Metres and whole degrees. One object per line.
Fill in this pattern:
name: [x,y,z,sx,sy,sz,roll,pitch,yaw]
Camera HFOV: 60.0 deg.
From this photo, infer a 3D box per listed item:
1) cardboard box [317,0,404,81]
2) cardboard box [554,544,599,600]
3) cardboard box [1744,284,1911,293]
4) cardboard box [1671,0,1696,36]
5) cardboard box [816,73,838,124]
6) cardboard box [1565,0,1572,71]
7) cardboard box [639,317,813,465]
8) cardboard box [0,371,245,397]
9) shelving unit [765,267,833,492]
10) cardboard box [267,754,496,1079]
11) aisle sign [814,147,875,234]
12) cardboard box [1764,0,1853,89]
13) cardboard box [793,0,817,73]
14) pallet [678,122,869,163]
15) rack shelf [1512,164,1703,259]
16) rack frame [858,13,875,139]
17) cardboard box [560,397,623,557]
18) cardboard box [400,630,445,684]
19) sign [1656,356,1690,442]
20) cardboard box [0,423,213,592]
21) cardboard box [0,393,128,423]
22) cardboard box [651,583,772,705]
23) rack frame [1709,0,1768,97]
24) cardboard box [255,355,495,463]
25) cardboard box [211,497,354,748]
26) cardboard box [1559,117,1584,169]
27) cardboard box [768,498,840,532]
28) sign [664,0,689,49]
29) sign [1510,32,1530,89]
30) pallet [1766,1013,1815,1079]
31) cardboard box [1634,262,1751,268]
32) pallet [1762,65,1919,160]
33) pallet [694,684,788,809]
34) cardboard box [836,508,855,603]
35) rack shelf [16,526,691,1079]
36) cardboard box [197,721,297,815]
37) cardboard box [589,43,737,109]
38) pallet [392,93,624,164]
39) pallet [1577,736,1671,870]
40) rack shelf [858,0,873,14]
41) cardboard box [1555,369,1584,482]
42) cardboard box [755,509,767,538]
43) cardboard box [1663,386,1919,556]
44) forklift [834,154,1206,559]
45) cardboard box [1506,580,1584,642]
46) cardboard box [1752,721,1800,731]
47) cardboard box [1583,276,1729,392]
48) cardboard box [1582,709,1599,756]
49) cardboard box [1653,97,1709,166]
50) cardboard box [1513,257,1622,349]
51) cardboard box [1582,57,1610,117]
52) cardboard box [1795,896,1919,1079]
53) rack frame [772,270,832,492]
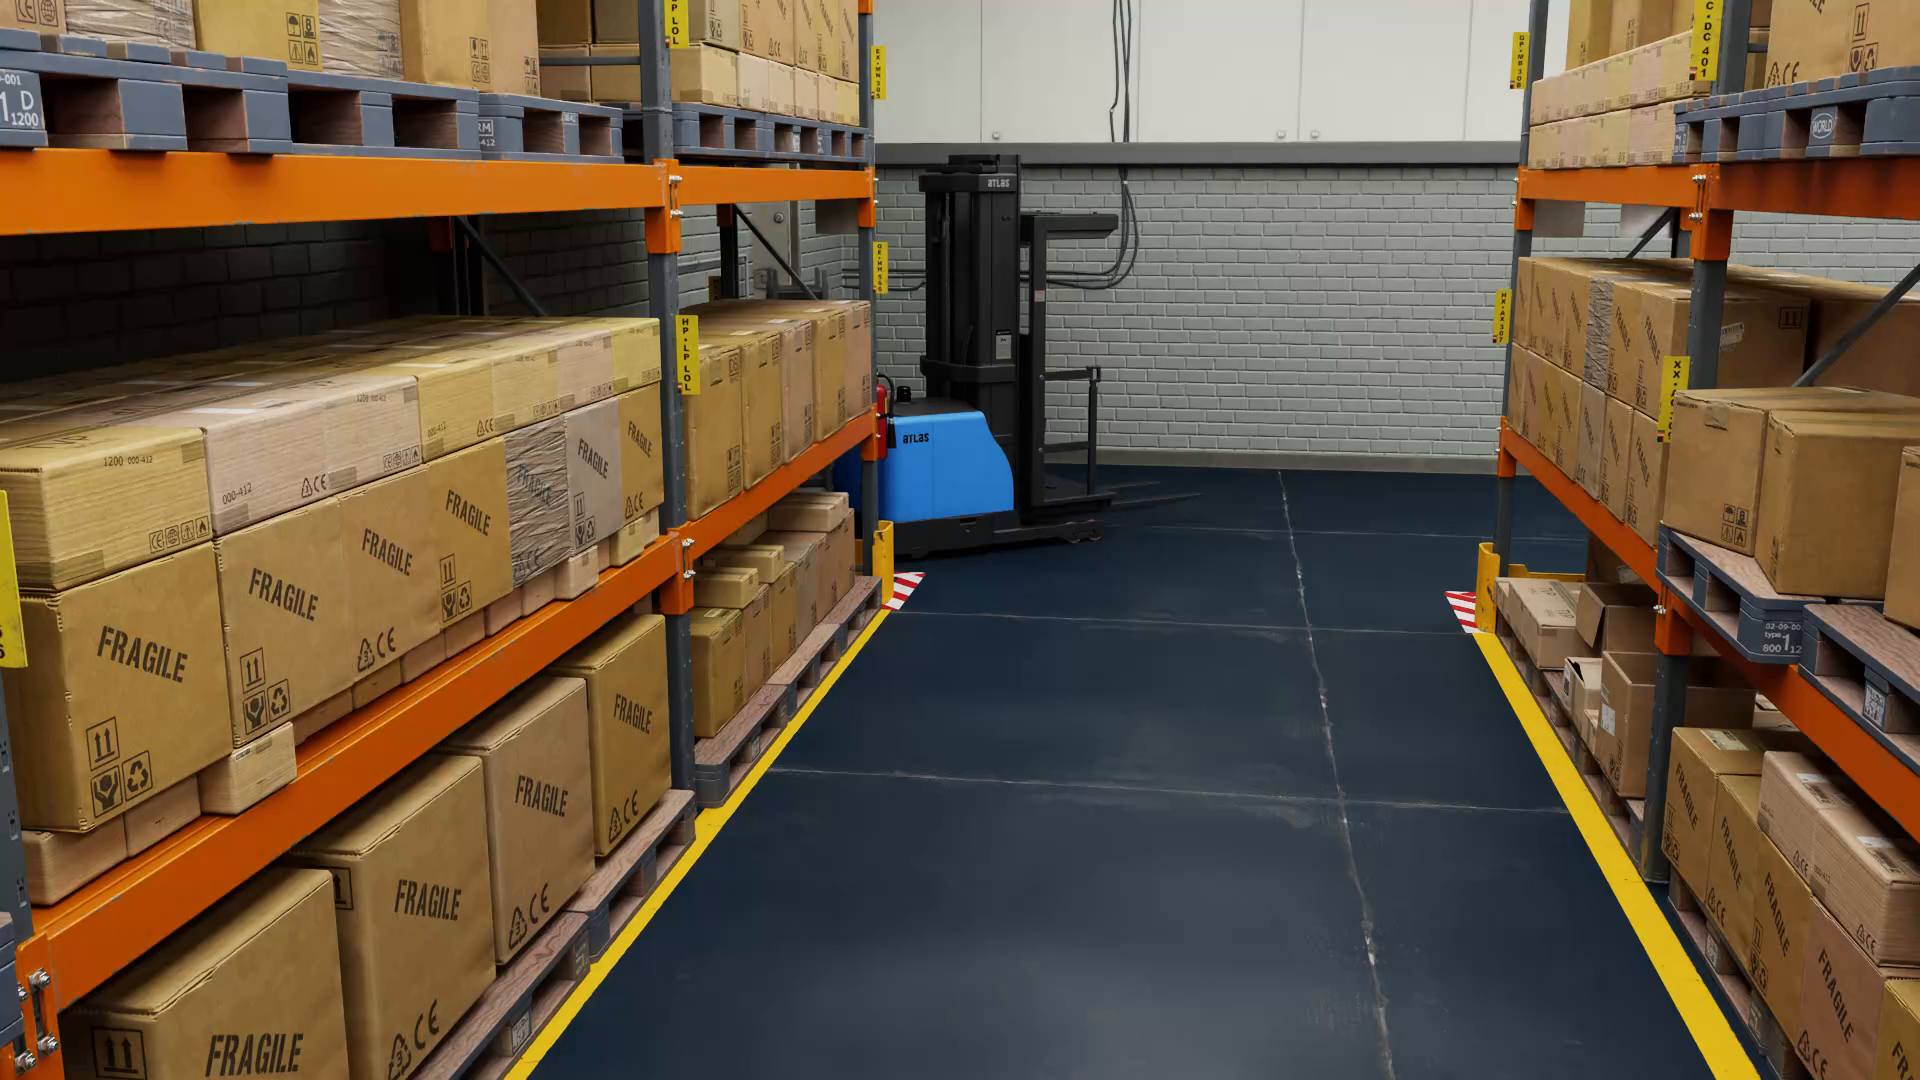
cardboard box: [-2.068,-1.581,4.807,0.700,0.500,0.500,2,12,9]
cardboard box: [-1.517,0.105,5.935,0.380,0.149,0.250,2,12,9]
cardboard box: [3.663,-0.825,7.089,0.500,0.500,0.500,1,12,7]
cardboard box: [3.558,-2.401,7.283,0.700,0.500,0.500,2,12,9]
cardboard box: [-0.976,-2.461,9.293,0.500,0.250,0.500,1,12,7]
cardboard box: [3.786,-2.820,9.227,0.700,0.500,0.500,2,12,9]
cardboard box: [-1.343,-0.813,8.933,0.980,0.700,0.700,1,12,6]
cardboard box: [-2.298,-0.306,4.520,0.500,0.250,0.500,2,12,7]
shelving unit: [-1.218,-0.997,12.632,0.431,2.100,0.503,-3,12,-11]
cardboard box: [-1.893,1.097,4.889,0.750,0.750,0.750,2,12,8]
aisle sign: [-0.739,-2.359,10.649,0.394,0.787,0.004,2,12,9]
cardboard box: [3.083,-1.758,5.437,0.600,0.600,0.600,1,12,3]
cardboard box: [-1.049,-2.723,8.730,0.500,0.500,0.500,1,12,6]
pallet: [-1.151,-2.351,9.874,1.003,0.211,1.213,2,12,9]
rack shelf: [3.541,-1.622,7.985,1.077,0.370,4.000,2,12,9]
rack frame: [-1.047,-4.016,10.267,1.000,3.000,0.127,2,12,9]
cardboard box: [-1.553,-0.244,6.013,0.500,0.500,0.500,2,12,9]
cardboard box: [-1.772,0.315,4.962,0.380,0.149,0.250,2,12,9]
sign: [2.696,-0.530,6.277,0.100,0.325,0.005,2,12,9]
cardboard box: [-1.948,-0.080,3.476,0.500,0.250,0.500,2,12,10]
cardboard box: [-2.380,-0.199,4.025,0.500,0.250,0.500,1,12,7]
cardboard box: [-1.365,0.510,8.446,0.700,0.500,0.500,2,12,8]
rack frame: [3.233,-3.023,5.662,1.000,3.000,0.127,2,12,9]
cardboard box: [-1.725,-0.397,4.945,0.500,0.250,0.500,2,12,7]
cardboard box: [-1.860,0.177,4.062,0.500,0.500,0.500,2,12,11]
cardboard box: [3.353,-2.010,8.435,0.500,0.250,0.500,2,12,9]
cardboard box: [-0.934,-0.149,9.960,0.380,0.149,0.250,2,12,10]
sign: [-1.124,-2.108,6.559,0.100,0.325,0.005,2,12,9]
sign: [3.312,-2.834,9.831,0.100,0.325,0.005,2,12,9]
pallet: [2.960,1.698,4.614,1.003,0.211,1.213,2,12,9]
cardboard box: [3.975,-1.254,9.082,0.500,0.500,0.500,2,12,10]
pallet: [2.907,-1.116,4.376,1.213,0.211,1.003,2,12,9]
pallet: [-1.468,0.957,8.051,1.003,0.211,1.213,2,12,9]
cardboard box: [-1.056,0.083,10.427,0.700,0.500,0.500,2,12,9]
rack shelf: [-1.970,0.518,5.179,1.077,0.370,4.000,2,12,9]
cardboard box: [-1.826,0.530,3.965,0.380,0.149,0.250,2,12,10]
cardboard box: [-1.295,-2.033,7.308,0.500,0.250,0.500,2,12,8]
pallet: [-1.754,-1.431,5.846,0.805,0.209,1.217,1,12,6]
pallet: [3.340,1.130,7.251,1.003,0.211,1.213,2,12,9]
rack shelf: [-1.354,-3.052,8.453,1.077,0.370,4.000,2,12,9]
cardboard box: [3.287,-0.572,8.292,0.500,0.500,0.500,2,12,9]
cardboard box: [-1.350,-0.109,9.778,0.380,0.149,0.250,2,12,9]
cardboard box: [2.939,-0.253,5.815,0.700,0.500,0.500,-2,12,-10]
forklift: [0.547,-1.498,12.988,3.031,2.935,1.130,-7,14,-29]
cardboard box: [3.408,0.414,9.435,0.500,0.250,0.500,2,12,9]
cardboard box: [3.512,0.928,6.904,0.500,0.311,0.500,2,12,9]
cardboard box: [3.209,-0.954,7.687,0.500,0.500,0.500,2,12,9]
cardboard box: [3.039,0.880,7.512,0.380,0.149,0.250,2,12,9]
cardboard box: [3.045,-1.593,6.503,0.500,0.250,0.500,2,12,9]
cardboard box: [3.520,-1.377,9.653,0.500,0.500,0.500,2,12,10]
cardboard box: [3.277,-2.150,7.899,0.500,0.250,0.500,2,12,9]
cardboard box: [2.685,1.329,4.593,0.500,0.500,0.500,1,12,7]
rack frame: [-1.170,-0.947,12.398,0.400,2.100,0.015,-3,12,-11]
